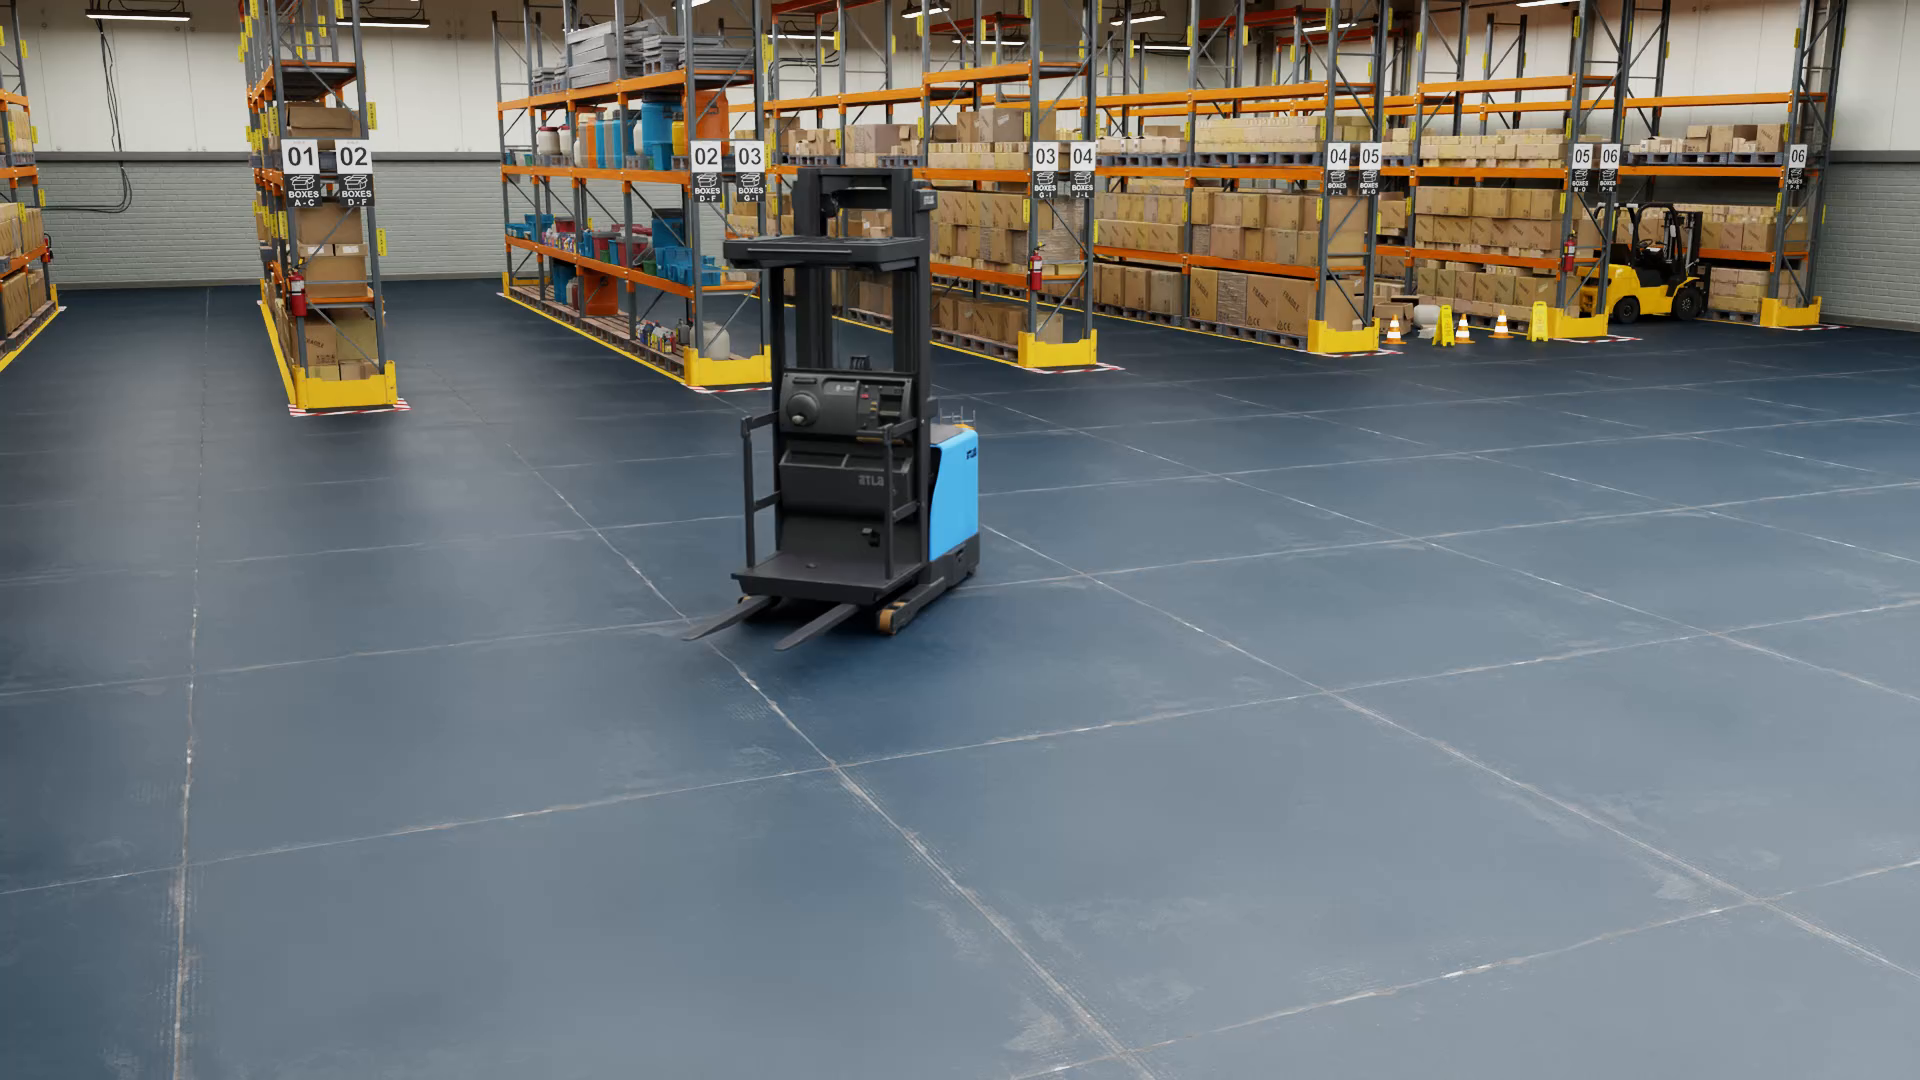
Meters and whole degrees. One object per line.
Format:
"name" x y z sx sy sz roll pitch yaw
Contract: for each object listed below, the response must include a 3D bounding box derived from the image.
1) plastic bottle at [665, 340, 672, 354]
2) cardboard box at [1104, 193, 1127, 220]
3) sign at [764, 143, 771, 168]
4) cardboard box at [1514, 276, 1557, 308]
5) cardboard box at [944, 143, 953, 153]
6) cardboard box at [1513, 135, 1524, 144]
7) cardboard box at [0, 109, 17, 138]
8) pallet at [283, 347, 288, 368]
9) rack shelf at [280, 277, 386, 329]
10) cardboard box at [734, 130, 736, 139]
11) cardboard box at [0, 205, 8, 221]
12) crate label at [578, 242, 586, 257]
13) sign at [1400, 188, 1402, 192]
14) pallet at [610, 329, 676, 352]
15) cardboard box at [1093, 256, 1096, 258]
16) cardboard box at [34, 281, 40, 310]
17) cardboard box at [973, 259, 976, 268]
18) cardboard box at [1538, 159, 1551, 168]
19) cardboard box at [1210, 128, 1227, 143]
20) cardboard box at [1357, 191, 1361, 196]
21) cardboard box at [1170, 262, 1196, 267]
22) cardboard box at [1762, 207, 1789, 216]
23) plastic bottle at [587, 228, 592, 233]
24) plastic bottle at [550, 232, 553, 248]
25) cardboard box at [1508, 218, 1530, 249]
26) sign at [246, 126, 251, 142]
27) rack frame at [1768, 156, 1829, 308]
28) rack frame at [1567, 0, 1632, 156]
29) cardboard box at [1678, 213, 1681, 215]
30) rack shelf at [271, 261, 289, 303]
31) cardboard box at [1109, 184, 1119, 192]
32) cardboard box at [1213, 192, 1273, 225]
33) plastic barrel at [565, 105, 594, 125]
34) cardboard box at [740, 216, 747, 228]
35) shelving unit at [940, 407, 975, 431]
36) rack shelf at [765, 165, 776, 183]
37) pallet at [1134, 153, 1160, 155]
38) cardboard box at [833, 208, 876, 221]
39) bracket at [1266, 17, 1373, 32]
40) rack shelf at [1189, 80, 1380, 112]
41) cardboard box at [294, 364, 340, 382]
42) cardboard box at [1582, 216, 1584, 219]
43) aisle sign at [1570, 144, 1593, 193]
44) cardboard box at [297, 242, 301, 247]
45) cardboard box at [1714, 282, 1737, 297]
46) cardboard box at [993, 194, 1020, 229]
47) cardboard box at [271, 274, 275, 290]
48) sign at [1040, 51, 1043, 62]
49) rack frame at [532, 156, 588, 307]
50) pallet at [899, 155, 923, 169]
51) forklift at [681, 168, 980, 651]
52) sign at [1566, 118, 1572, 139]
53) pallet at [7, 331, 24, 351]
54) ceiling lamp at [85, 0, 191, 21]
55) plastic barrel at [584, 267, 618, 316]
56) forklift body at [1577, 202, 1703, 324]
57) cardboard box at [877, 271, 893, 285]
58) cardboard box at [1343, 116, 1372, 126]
"plastic bottle" -4.208 -2.783 23.972 0.097 0.201 0.097 0 13 0
"cardboard box" 3.223 -6.457 32.178 0.700 0.500 0.500 -6 14 -24
"sign" -2.565 -5.107 22.110 0.100 0.325 0.005 -6 14 -23
"cardboard box" 9.988 -4.307 28.830 0.500 0.500 0.500 -6 14 -23
"cardboard box" -0.028 -6.246 26.503 0.380 0.149 0.250 -6 14 -23
"cardboard box" 9.809 -6.921 28.759 0.380 0.149 0.250 -6 14 -23
"cardboard box" -16.983 -7.356 29.365 0.500 0.500 0.500 -6 14 -23
"pallet" -9.544 -2.762 24.836 1.003 0.211 1.213 -6 14 -23
"rack shelf" -8.412 -3.208 22.175 1.077 0.370 4.000 -6 14 -23
"cardboard box" -4.684 -9.006 37.602 0.700 0.500 0.500 -7 15 -26
"cardboard box" -15.928 -5.355 27.265 0.500 0.250 0.500 -6 14 -24
"crate label" -6.450 -5.043 28.876 0.303 0.233 0.416 -6 14 -23
"sign" 10.795 -8.478 40.780 0.100 0.325 0.005 -6 14 -23
"pallet" -5.023 -3.219 26.809 1.003 0.211 1.213 -6 14 -23
"cardboard box" 2.591 -5.741 34.471 0.500 0.250 0.500 -6 14 -24
"cardboard box" -17.562 -4.537 30.935 0.700 0.500 0.500 -5 14 -22
"cardboard box" 0.431 -4.316 25.922 0.380 0.149 0.250 -6 14 -23
"cardboard box" 10.019 -6.370 28.147 0.380 0.149 0.250 -6 14 -23
"cardboard box" 4.594 -6.849 28.178 0.500 0.250 0.500 -6 14 -23
"cardboard box" 8.257 -6.989 33.664 0.380 0.149 0.250 -6 14 -26
"cardboard box" 5.588 -6.510 39.595 0.875 0.438 0.875 -6 14 -24
"cardboard box" 14.758 -5.948 30.099 0.380 0.149 0.250 -6 14 -23
"plastic bottle" -7.135 -5.849 32.098 0.144 0.351 0.185 -6 14 -23
"plastic bottle" -7.765 -5.717 31.677 0.061 0.283 0.133 -6 14 -23
"cardboard box" 9.882 -5.319 28.820 0.500 0.500 0.500 -6 14 -23
"sign" -14.517 -8.289 33.942 0.100 0.325 0.005 -6 14 -23
"rack frame" 15.095 -5.384 29.979 1.000 3.000 0.127 -6 14 -23
"rack frame" 10.548 -7.857 27.362 1.000 3.000 0.127 -6 14 -23
"cardboard box" 13.865 -6.218 31.924 0.380 0.149 0.250 -6 14 -25
"rack shelf" -10.014 -4.035 25.746 1.077 0.370 4.000 -6 14 -23
"cardboard box" 4.070 -8.651 41.658 0.500 0.500 0.500 -6 14 -24
"cardboard box" 4.894 -5.710 28.660 0.875 0.550 0.550 -6 14 -23
"plastic barrel" -7.053 -7.643 31.044 0.600 0.901 0.708 -6 14 -23
"cardboard box" -4.584 -7.083 36.992 0.500 0.250 0.500 -6 14 -25
"shelving unit" -0.021 -0.523 13.299 0.215 1.050 0.252 -6 14 -23
"rack shelf" -4.140 -8.043 36.411 1.077 0.370 4.000 -6 14 -23
"pallet" 4.938 -9.254 40.244 1.003 0.211 1.213 -6 14 -23
"cardboard box" -2.015 -6.382 31.847 0.797 0.503 0.637 -5 14 -21
"bracket" 9.311 -13.351 43.114 0.076 0.066 4.783 -6 14 -23
"rack shelf" 5.252 -7.257 27.252 1.077 0.370 4.000 -6 14 -23
"cardboard box" -8.096 -2.095 20.935 0.500 0.250 0.500 -6 14 -23
"cardboard box" 12.849 -6.565 34.305 0.500 0.250 0.500 -6 14 -24
"aisle sign" 10.307 -6.162 27.577 0.394 0.787 0.004 -6 14 -23
"cardboard box" -8.147 -3.679 20.952 0.380 0.149 0.250 -6 14 -24
"cardboard box" 14.422 -4.669 30.950 0.500 0.250 0.500 -6 14 -24
"cardboard box" 0.816 -4.914 24.852 0.500 0.500 0.500 -6 14 -23
"cardboard box" -11.845 -4.554 29.301 0.500 0.250 0.500 -6 14 -24
"sign" 1.752 -10.452 36.151 0.100 0.325 0.005 -6 14 -23
"rack frame" -7.877 -6.071 32.950 1.000 3.000 0.127 -6 14 -23
"pallet" -0.284 -6.373 28.017 1.213 0.211 1.003 -6 14 -23
"forklift" -0.831 -0.921 10.849 1.130 2.935 3.031 5 14 19
"sign" 10.032 -6.781 27.402 0.100 0.325 0.005 -6 14 -23
"pallet" -15.599 -3.161 26.561 1.003 0.211 1.213 -6 14 -23
"ceiling lamp" -17.318 -12.552 34.702 2.000 3.185 0.800 -6 14 -23
"plastic barrel" -6.486 -4.492 30.007 0.600 0.830 0.708 -6 14 -23
"forklift body" 12.663 -5.197 31.056 2.313 2.155 1.214 -6 14 -23
"cardboard box" -1.219 -4.810 30.404 0.500 0.250 0.500 -4 14 -17
"cardboard box" 6.211 -6.545 25.980 0.380 0.149 0.250 -5 14 -22
